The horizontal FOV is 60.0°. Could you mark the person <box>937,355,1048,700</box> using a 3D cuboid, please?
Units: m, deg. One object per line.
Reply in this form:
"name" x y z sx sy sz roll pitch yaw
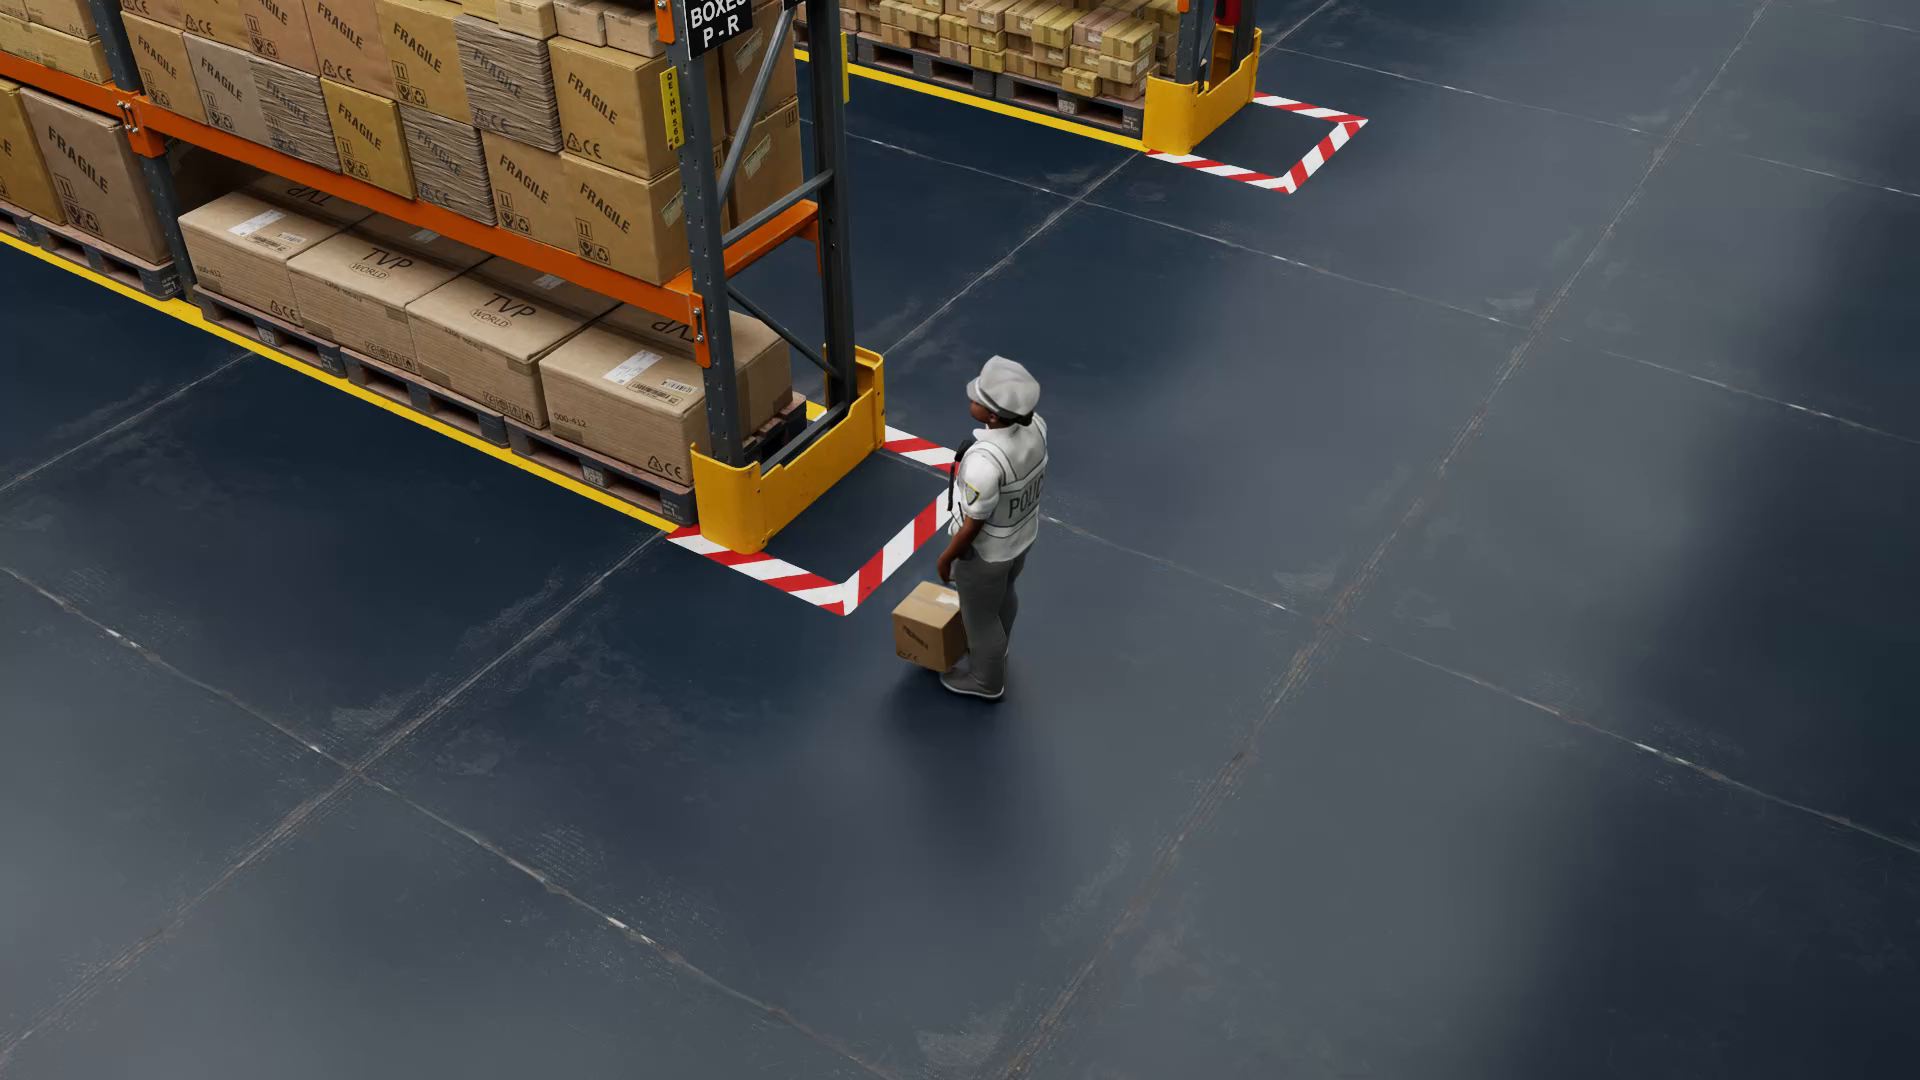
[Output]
"person" 0.080 -0.044 6.691 0.530 1.697 0.558 22 43 25
